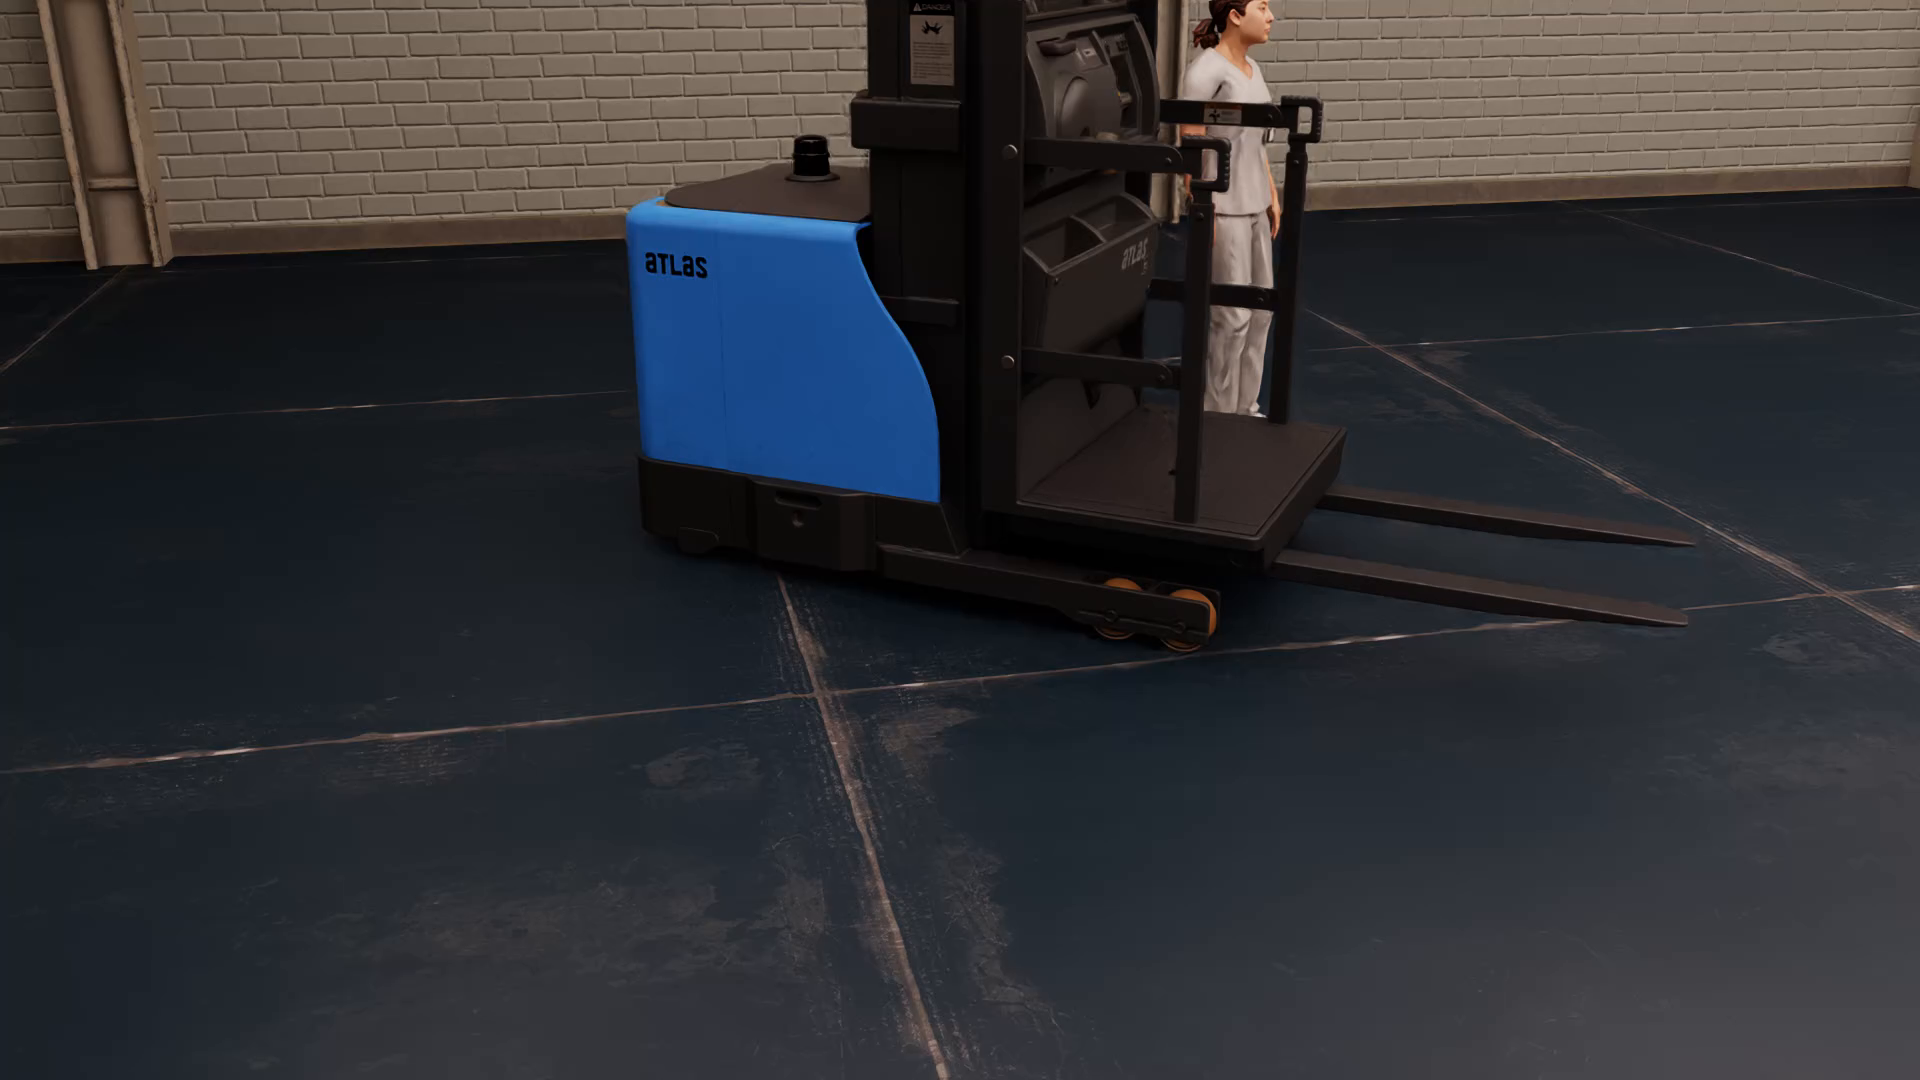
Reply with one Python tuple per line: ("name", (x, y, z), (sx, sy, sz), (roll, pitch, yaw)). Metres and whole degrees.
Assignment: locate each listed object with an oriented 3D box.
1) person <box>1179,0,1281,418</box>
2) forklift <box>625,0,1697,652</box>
("person", (1.016, -1.165, 6.011), (0.466, 1.669, 0.558), (14, 25, 32))
("forklift", (0.561, -1.281, 4.546), (3.031, 2.935, 1.130), (9, 23, 23))
